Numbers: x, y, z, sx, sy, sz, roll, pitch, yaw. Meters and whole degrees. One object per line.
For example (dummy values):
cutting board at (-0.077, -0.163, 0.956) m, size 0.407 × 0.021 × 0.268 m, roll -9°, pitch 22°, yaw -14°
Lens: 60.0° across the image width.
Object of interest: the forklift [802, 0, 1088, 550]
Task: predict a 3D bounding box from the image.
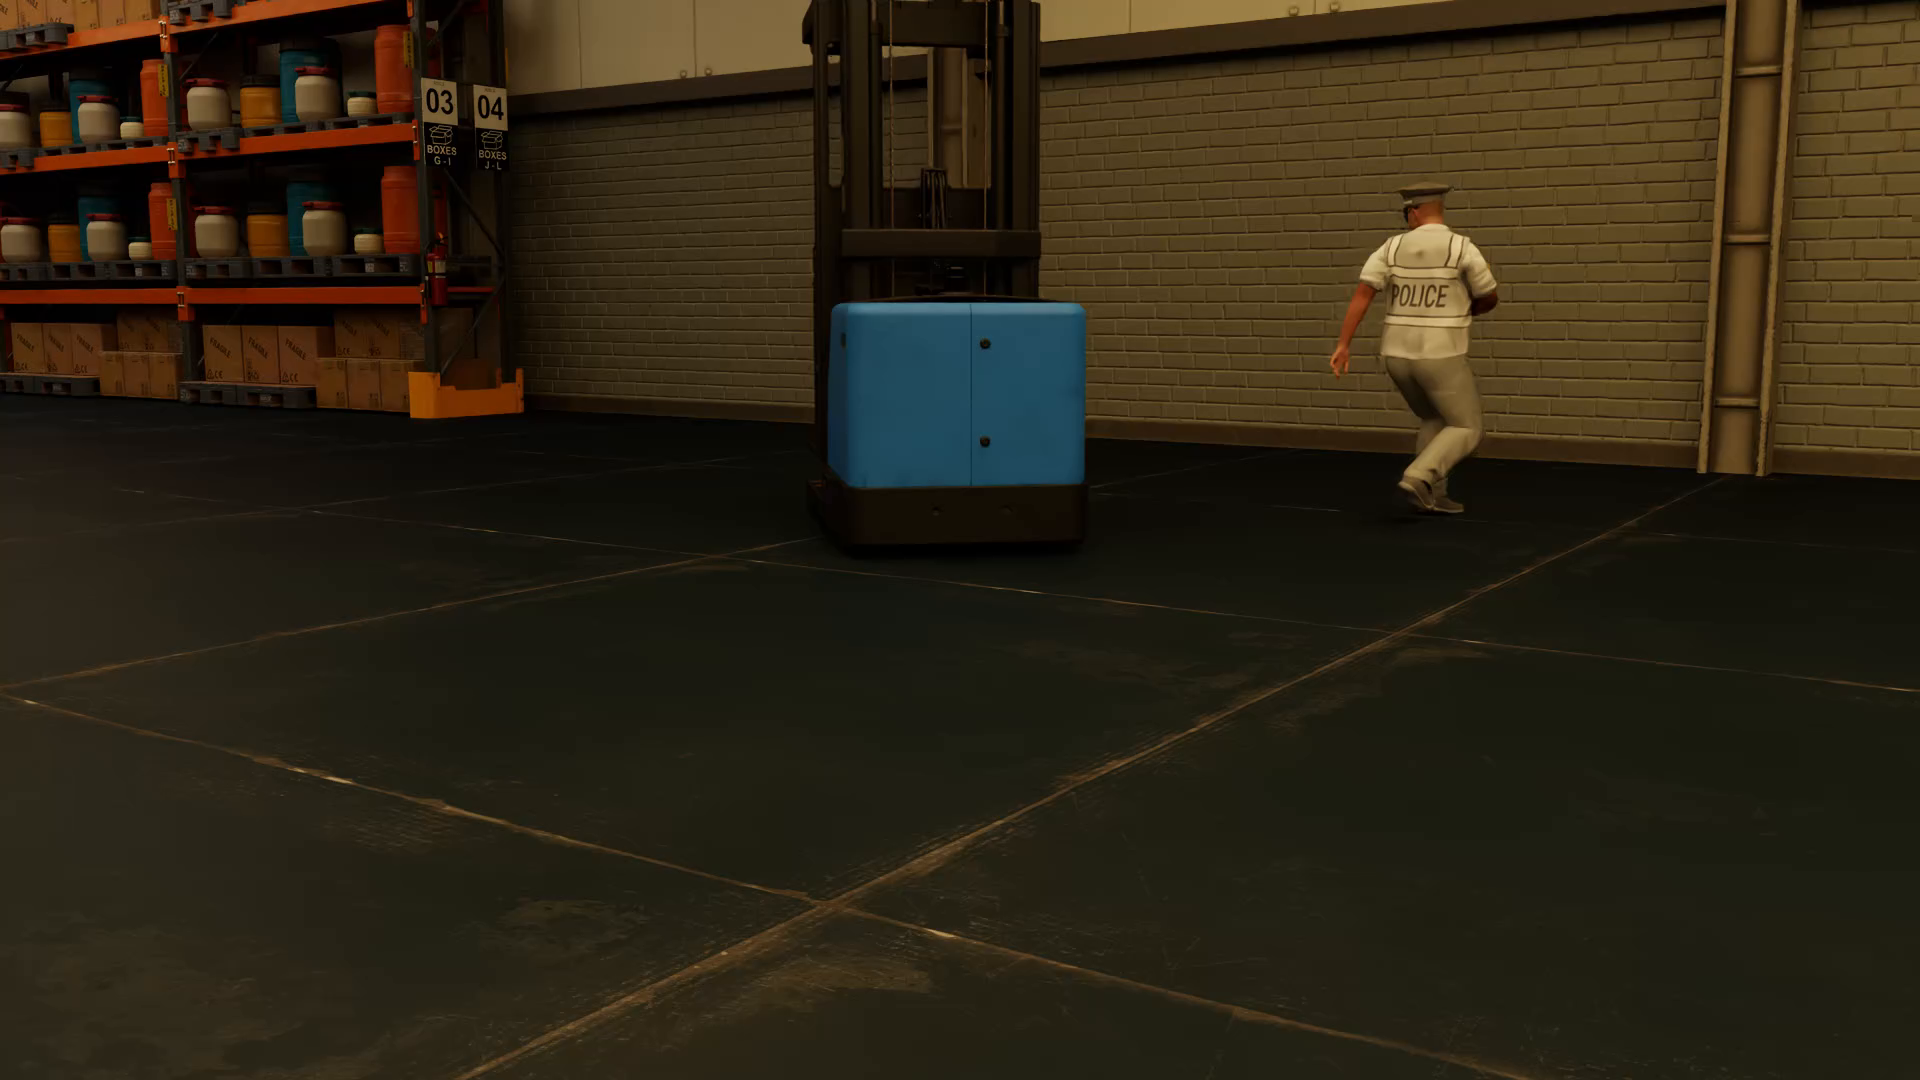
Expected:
forklift at (-0.199, -1.578, 8.286) m, size 1.130 × 2.935 × 3.031 m, roll -1°, pitch 8°, yaw -9°

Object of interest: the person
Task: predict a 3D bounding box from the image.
person at (2.331, -0.937, 8.334) m, size 0.779 × 1.674 × 0.628 m, roll -6°, pitch 10°, yaw -37°
